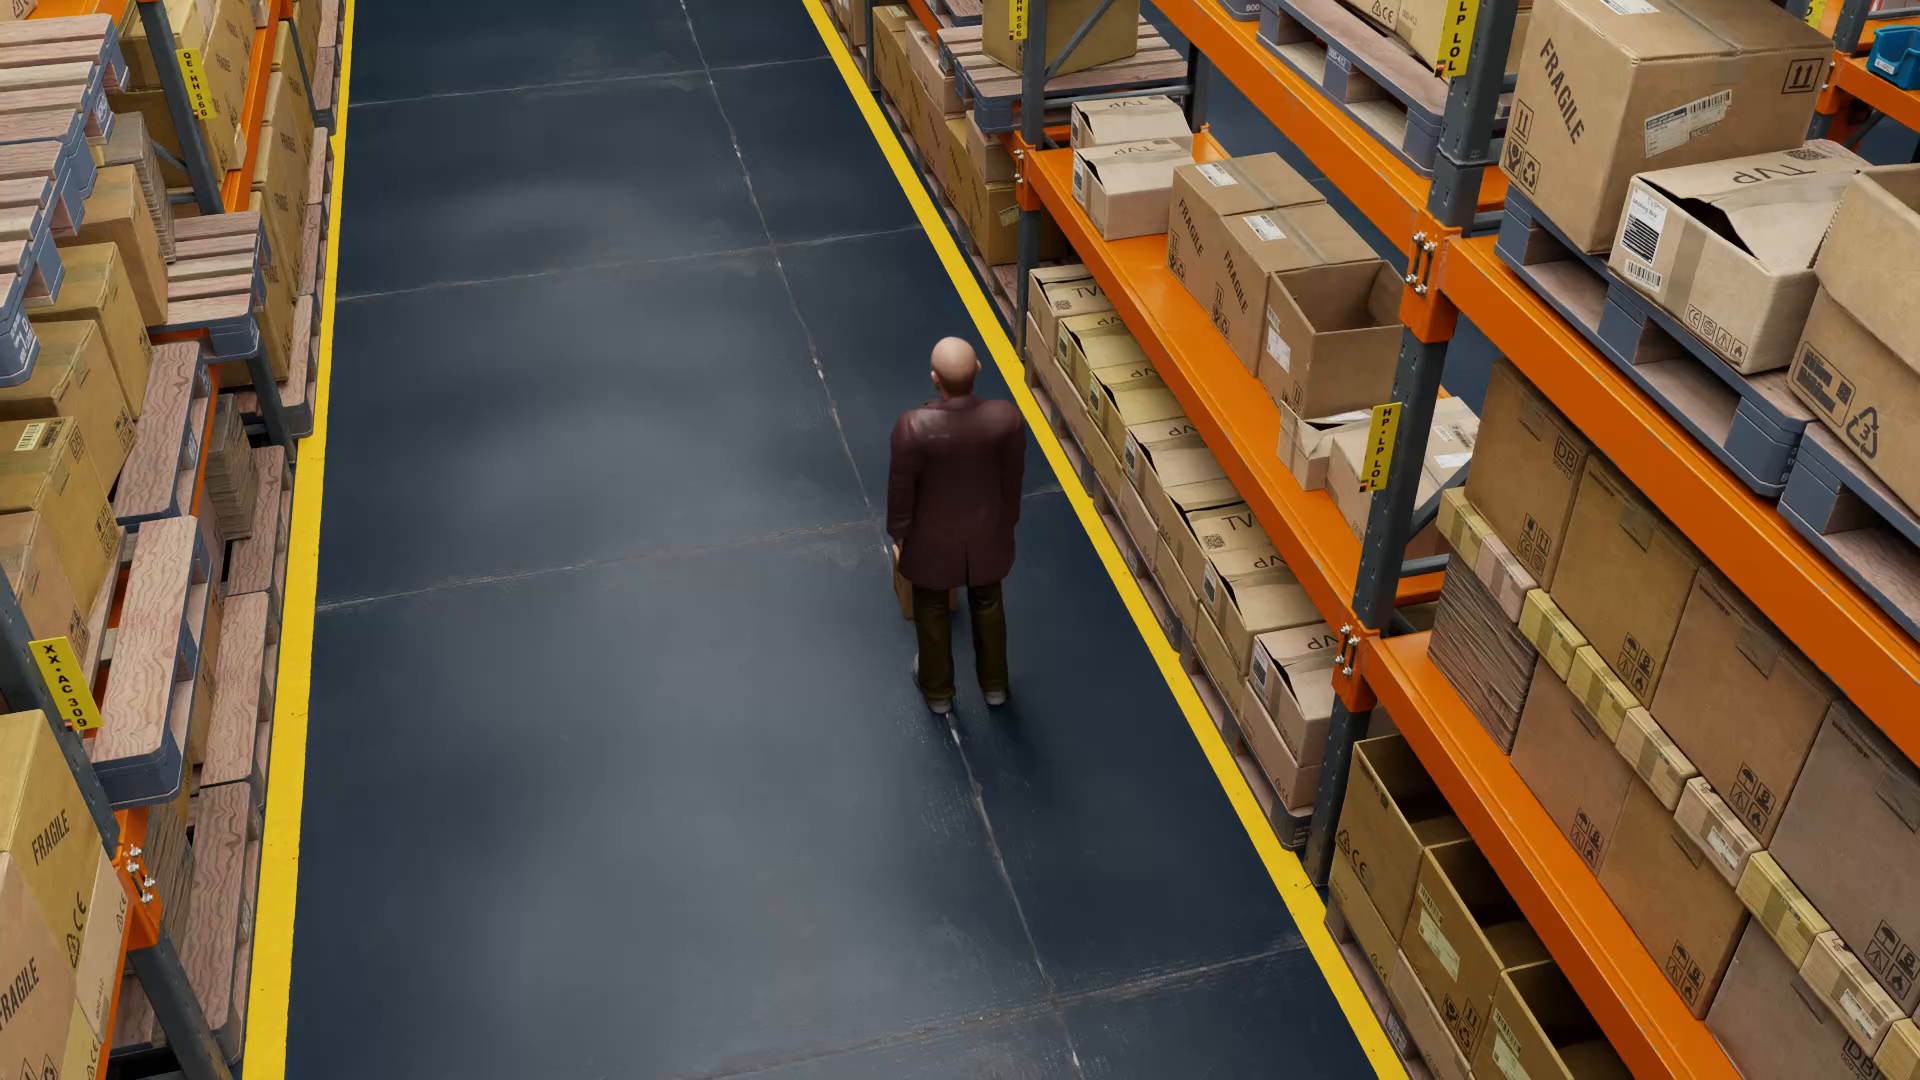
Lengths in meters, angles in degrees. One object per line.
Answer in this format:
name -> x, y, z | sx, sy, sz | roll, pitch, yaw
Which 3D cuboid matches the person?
person -> -0.028, -0.060, 6.811 | 0.561, 1.779, 0.381 | -8, 38, -11
